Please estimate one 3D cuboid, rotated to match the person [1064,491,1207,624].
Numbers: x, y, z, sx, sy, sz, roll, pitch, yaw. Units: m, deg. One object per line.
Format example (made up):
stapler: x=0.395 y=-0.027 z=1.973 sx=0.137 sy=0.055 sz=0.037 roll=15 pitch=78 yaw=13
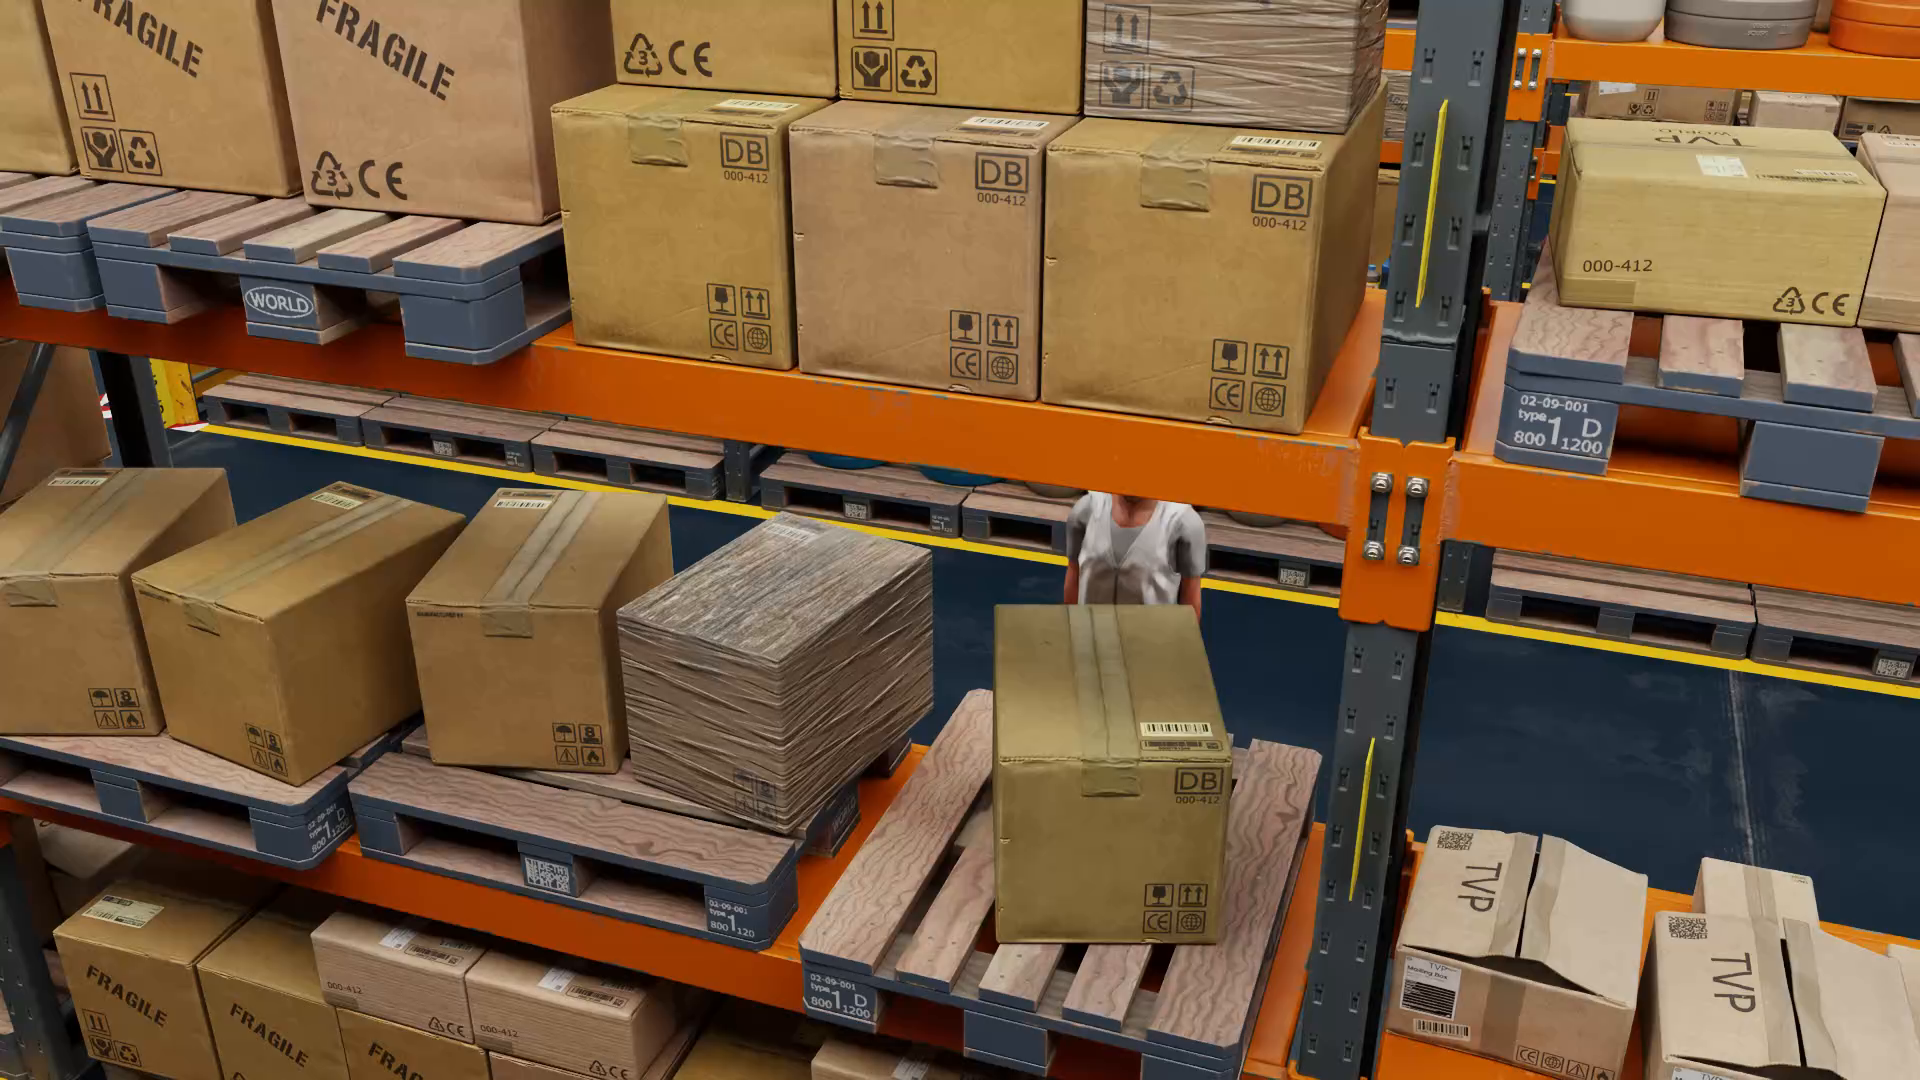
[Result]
person: x=0.624 y=0.406 z=6.231 sx=0.526 sy=1.787 sz=0.356 roll=9 pitch=27 yaw=19
